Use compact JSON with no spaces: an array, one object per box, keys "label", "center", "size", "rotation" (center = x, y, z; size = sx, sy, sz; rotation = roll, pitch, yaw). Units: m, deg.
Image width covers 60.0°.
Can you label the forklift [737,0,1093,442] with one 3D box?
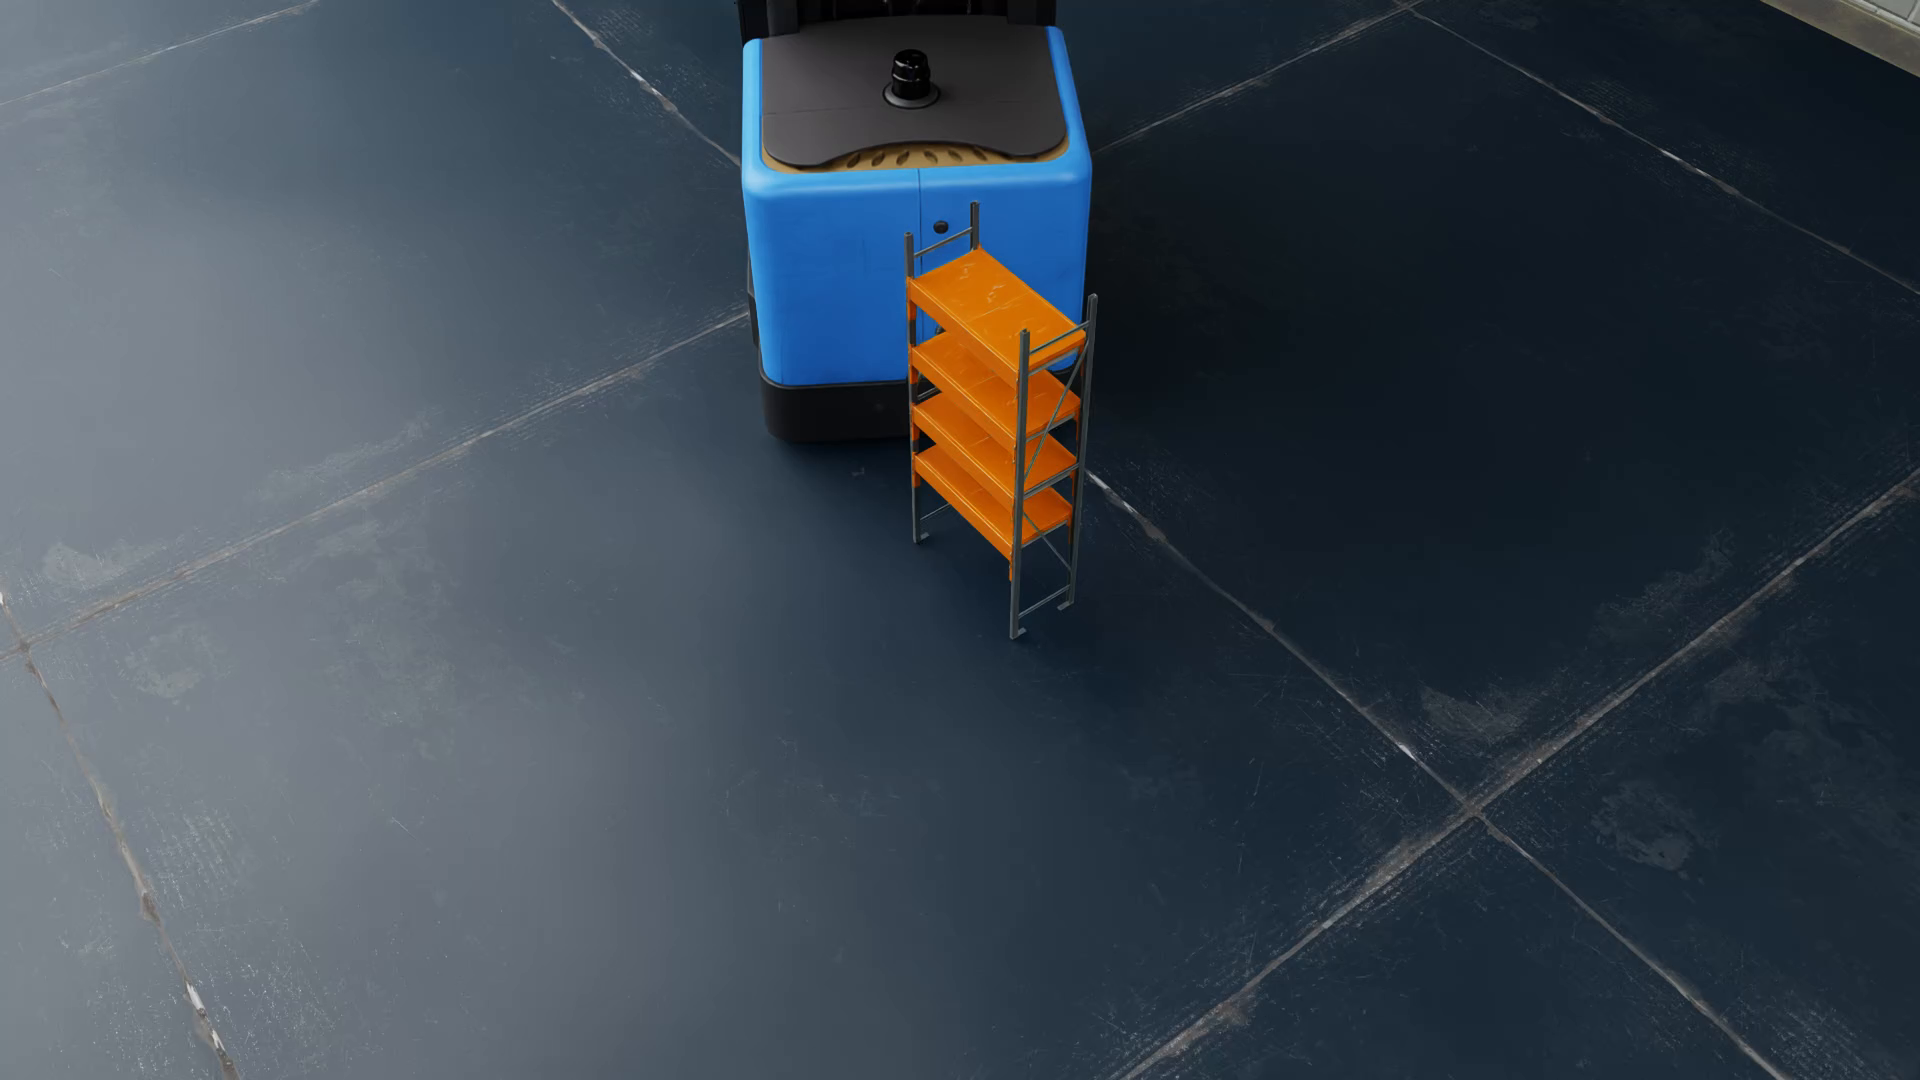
[{"label":"forklift","center":[-0.235,-2.398,5.446],"size":[1.130,2.935,3.031],"rotation":[-3,48,-3]}]

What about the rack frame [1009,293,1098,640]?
[{"label":"rack frame","center":[0.248,-0.162,4.587],"size":[0.240,1.200,0.015],"rotation":[-29,54,-24]}]

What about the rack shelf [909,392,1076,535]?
[{"label":"rack shelf","center":[0.100,-0.260,4.767],"size":[0.258,0.148,0.480],"rotation":[-29,54,-24]}]

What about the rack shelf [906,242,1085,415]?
[{"label":"rack shelf","center":[0.100,-0.569,4.426],"size":[0.258,0.148,0.480],"rotation":[-29,54,-24]}]

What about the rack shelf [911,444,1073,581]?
[{"label":"rack shelf","center":[0.100,-0.127,4.914],"size":[0.258,0.148,0.480],"rotation":[-29,54,-24]}]

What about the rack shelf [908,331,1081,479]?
[{"label":"rack shelf","center":[0.100,-0.410,4.601],"size":[0.258,0.148,0.480],"rotation":[-29,54,-24]}]

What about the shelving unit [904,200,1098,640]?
[{"label":"shelving unit","center":[0.100,-0.305,4.717],"size":[0.258,1.200,0.503],"rotation":[-29,54,-24]}]

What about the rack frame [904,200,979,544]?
[{"label":"rack frame","center":[-0.048,-0.449,4.847],"size":[0.240,1.200,0.015],"rotation":[-29,54,-24]}]
